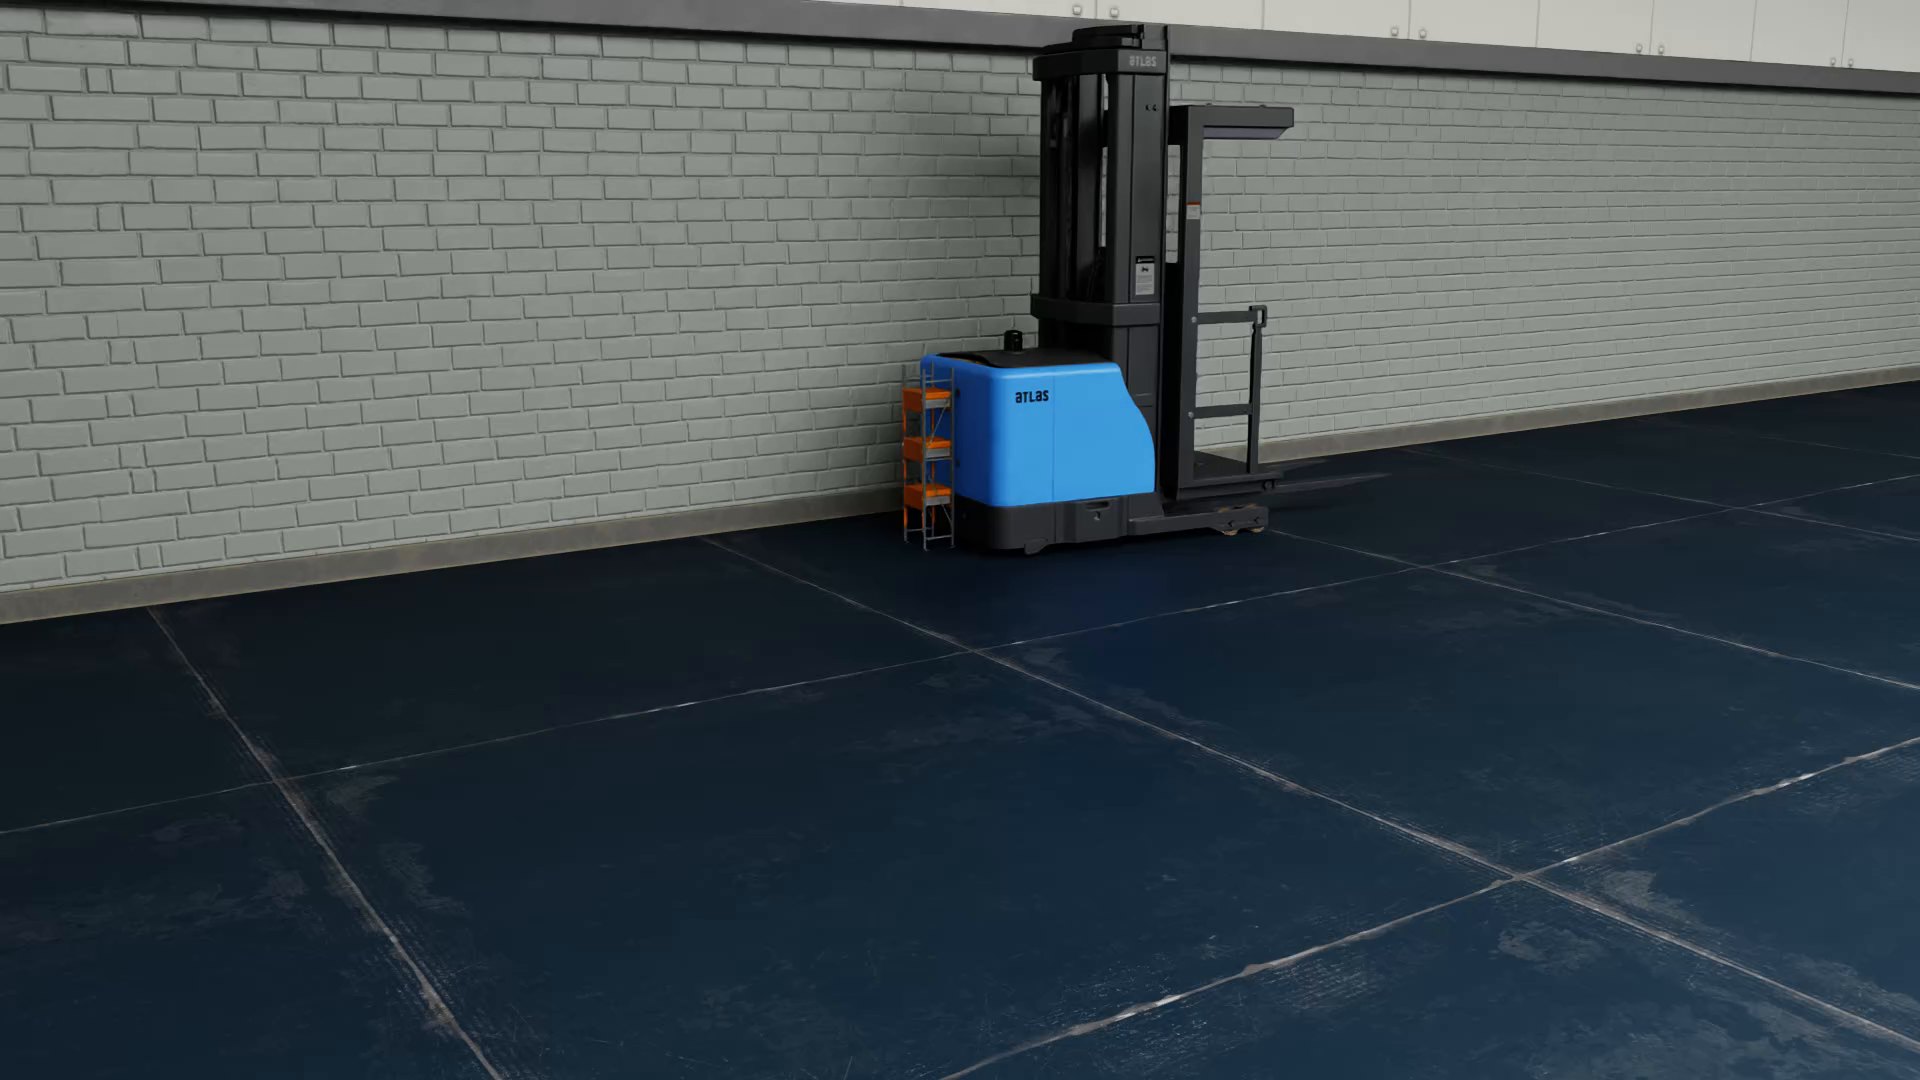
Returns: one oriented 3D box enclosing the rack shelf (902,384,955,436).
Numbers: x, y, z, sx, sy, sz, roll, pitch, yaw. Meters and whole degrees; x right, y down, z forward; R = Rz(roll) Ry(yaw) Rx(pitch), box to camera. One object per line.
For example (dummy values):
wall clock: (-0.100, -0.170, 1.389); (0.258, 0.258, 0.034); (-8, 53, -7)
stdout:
rack shelf: (-0.182, -0.747, 9.542); (0.215, 0.259, 0.240); (-7, 14, -28)

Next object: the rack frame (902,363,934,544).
rack frame: (-0.241, -0.503, 9.705); (0.200, 1.050, 0.008); (-7, 14, -28)

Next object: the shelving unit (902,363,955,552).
shelving unit: (-0.182, -0.480, 9.600); (0.215, 1.050, 0.252); (-7, 14, -28)

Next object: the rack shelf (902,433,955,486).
rack shelf: (-0.182, -0.470, 9.602); (0.215, 0.259, 0.240); (-7, 14, -28)

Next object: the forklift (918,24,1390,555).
forklift: (1.294, -1.550, 10.090); (3.031, 2.935, 1.130); (-6, 14, -27)

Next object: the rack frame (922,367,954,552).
rack frame: (-0.124, -0.457, 9.496); (0.200, 1.050, 0.008); (-7, 14, -28)

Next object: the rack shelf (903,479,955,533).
rack shelf: (-0.182, -0.198, 9.662); (0.215, 0.259, 0.240); (-7, 14, -28)
